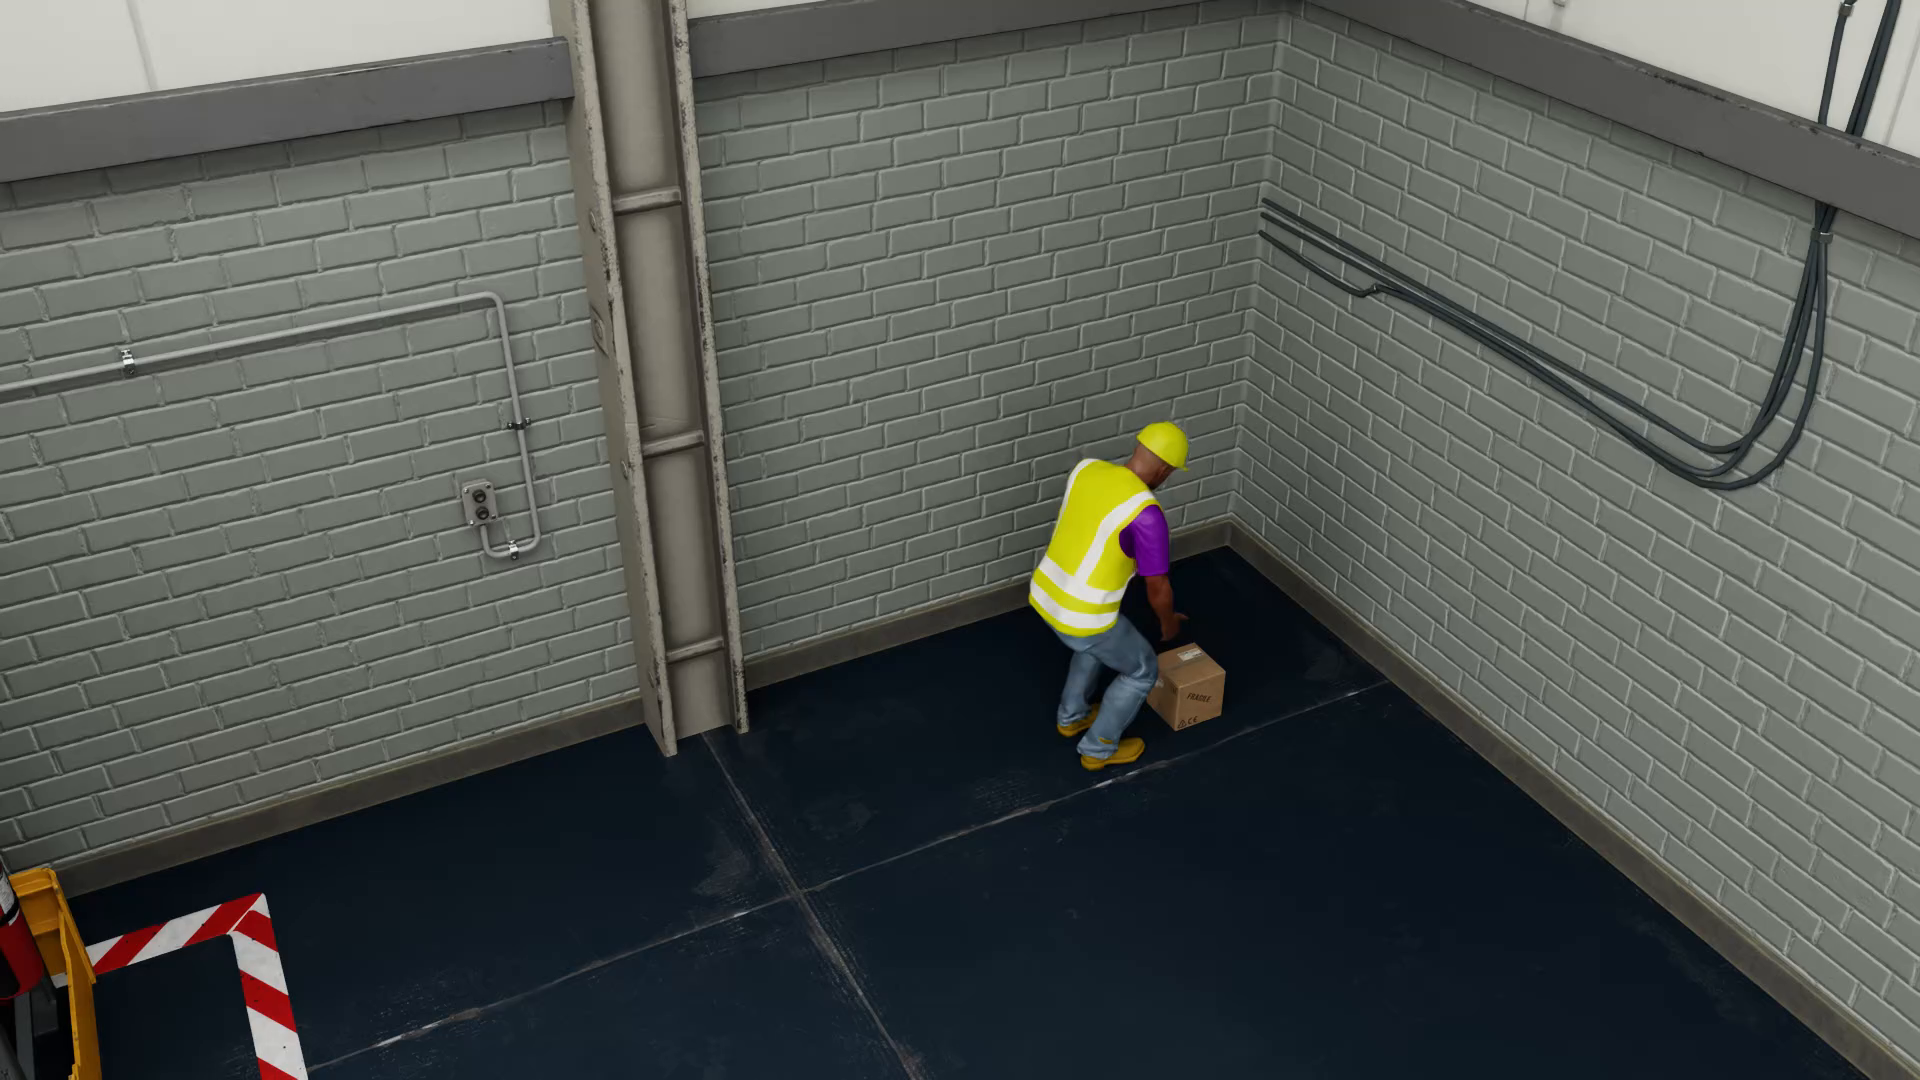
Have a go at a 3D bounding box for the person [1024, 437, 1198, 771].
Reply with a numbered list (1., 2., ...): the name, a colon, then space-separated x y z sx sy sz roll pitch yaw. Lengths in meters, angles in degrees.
1. person: 0.632 0.255 7.030 0.747 1.432 0.631 -16 36 -23
